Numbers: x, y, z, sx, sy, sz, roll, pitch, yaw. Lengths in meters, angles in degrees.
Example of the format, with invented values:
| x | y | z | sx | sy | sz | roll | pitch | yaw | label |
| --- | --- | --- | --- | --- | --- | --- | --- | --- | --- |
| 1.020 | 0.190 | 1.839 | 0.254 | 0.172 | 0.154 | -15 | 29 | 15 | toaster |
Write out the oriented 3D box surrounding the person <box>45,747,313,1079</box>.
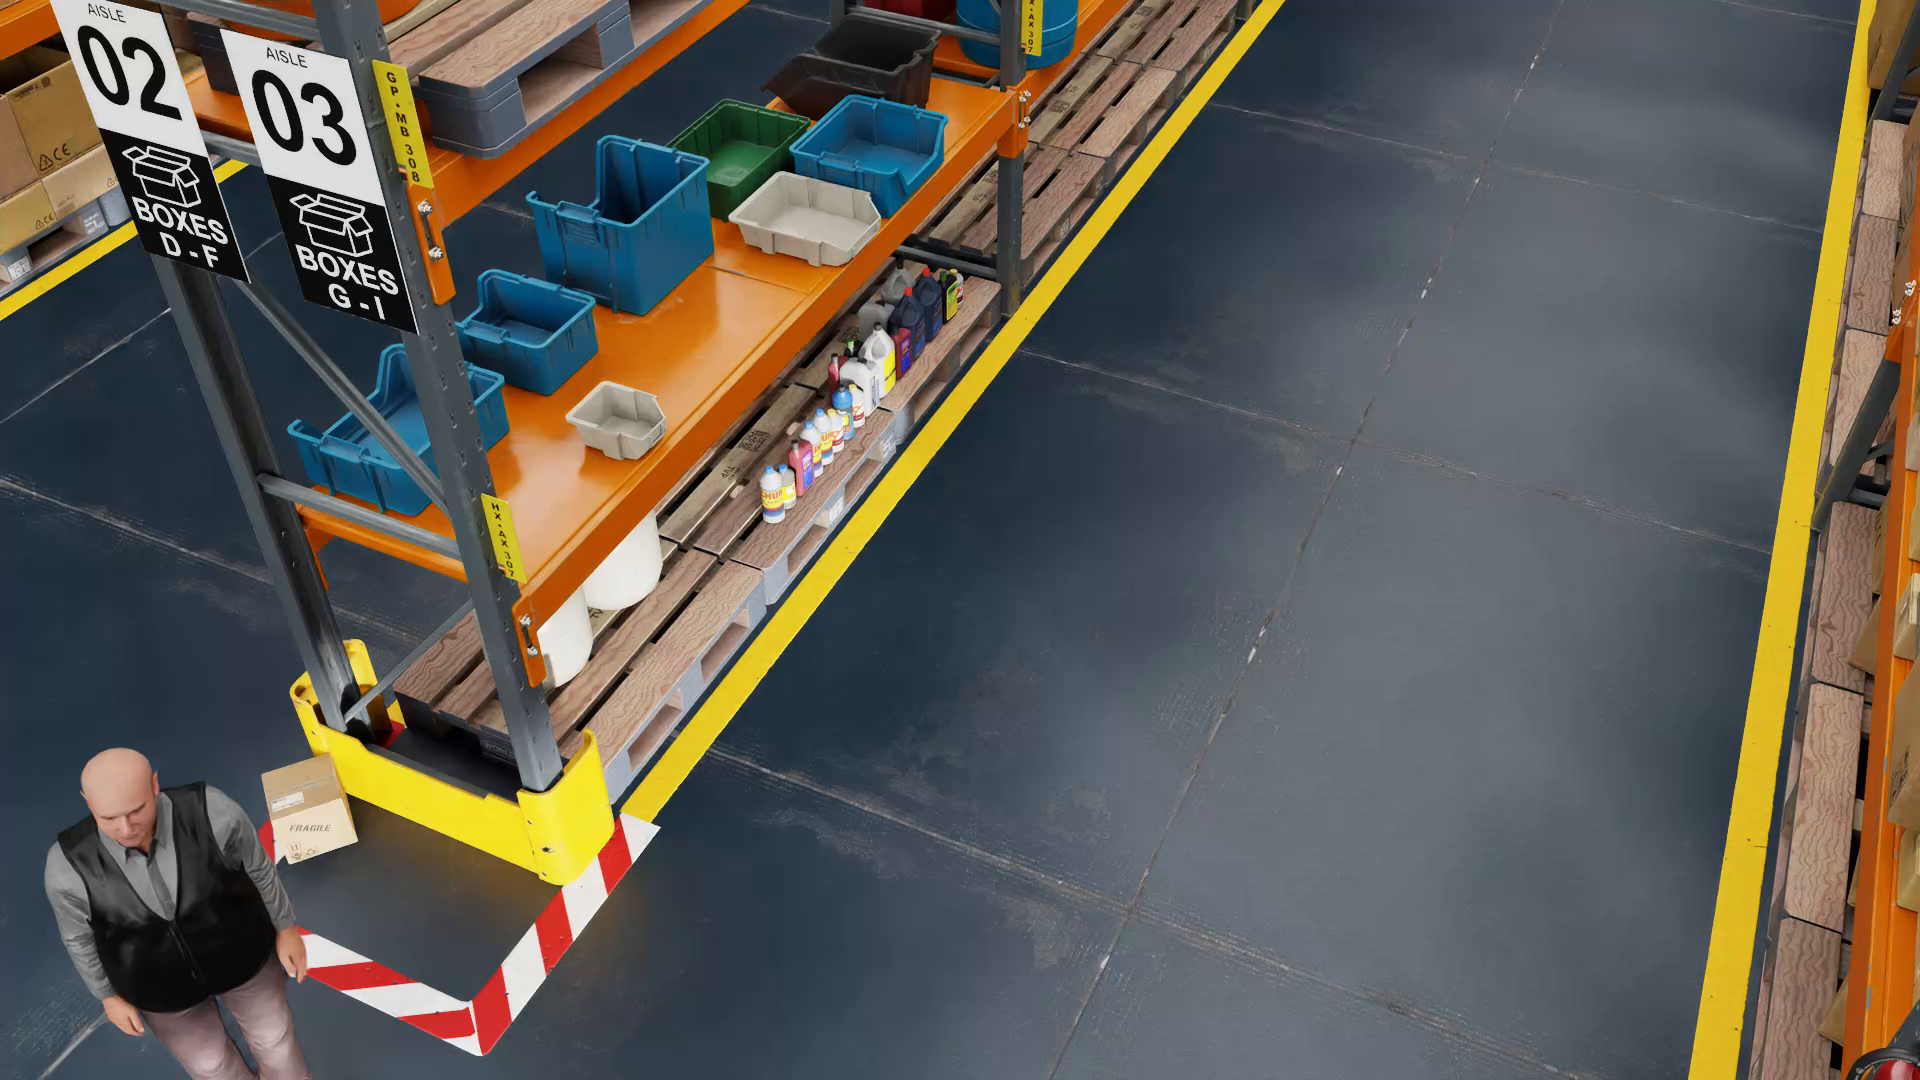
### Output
| x | y | z | sx | sy | sz | roll | pitch | yaw | label |
| --- | --- | --- | --- | --- | --- | --- | --- | --- | --- |
| -2.177 | 1.222 | 4.778 | 0.561 | 1.723 | 0.369 | -23 | 46 | -23 | person |
